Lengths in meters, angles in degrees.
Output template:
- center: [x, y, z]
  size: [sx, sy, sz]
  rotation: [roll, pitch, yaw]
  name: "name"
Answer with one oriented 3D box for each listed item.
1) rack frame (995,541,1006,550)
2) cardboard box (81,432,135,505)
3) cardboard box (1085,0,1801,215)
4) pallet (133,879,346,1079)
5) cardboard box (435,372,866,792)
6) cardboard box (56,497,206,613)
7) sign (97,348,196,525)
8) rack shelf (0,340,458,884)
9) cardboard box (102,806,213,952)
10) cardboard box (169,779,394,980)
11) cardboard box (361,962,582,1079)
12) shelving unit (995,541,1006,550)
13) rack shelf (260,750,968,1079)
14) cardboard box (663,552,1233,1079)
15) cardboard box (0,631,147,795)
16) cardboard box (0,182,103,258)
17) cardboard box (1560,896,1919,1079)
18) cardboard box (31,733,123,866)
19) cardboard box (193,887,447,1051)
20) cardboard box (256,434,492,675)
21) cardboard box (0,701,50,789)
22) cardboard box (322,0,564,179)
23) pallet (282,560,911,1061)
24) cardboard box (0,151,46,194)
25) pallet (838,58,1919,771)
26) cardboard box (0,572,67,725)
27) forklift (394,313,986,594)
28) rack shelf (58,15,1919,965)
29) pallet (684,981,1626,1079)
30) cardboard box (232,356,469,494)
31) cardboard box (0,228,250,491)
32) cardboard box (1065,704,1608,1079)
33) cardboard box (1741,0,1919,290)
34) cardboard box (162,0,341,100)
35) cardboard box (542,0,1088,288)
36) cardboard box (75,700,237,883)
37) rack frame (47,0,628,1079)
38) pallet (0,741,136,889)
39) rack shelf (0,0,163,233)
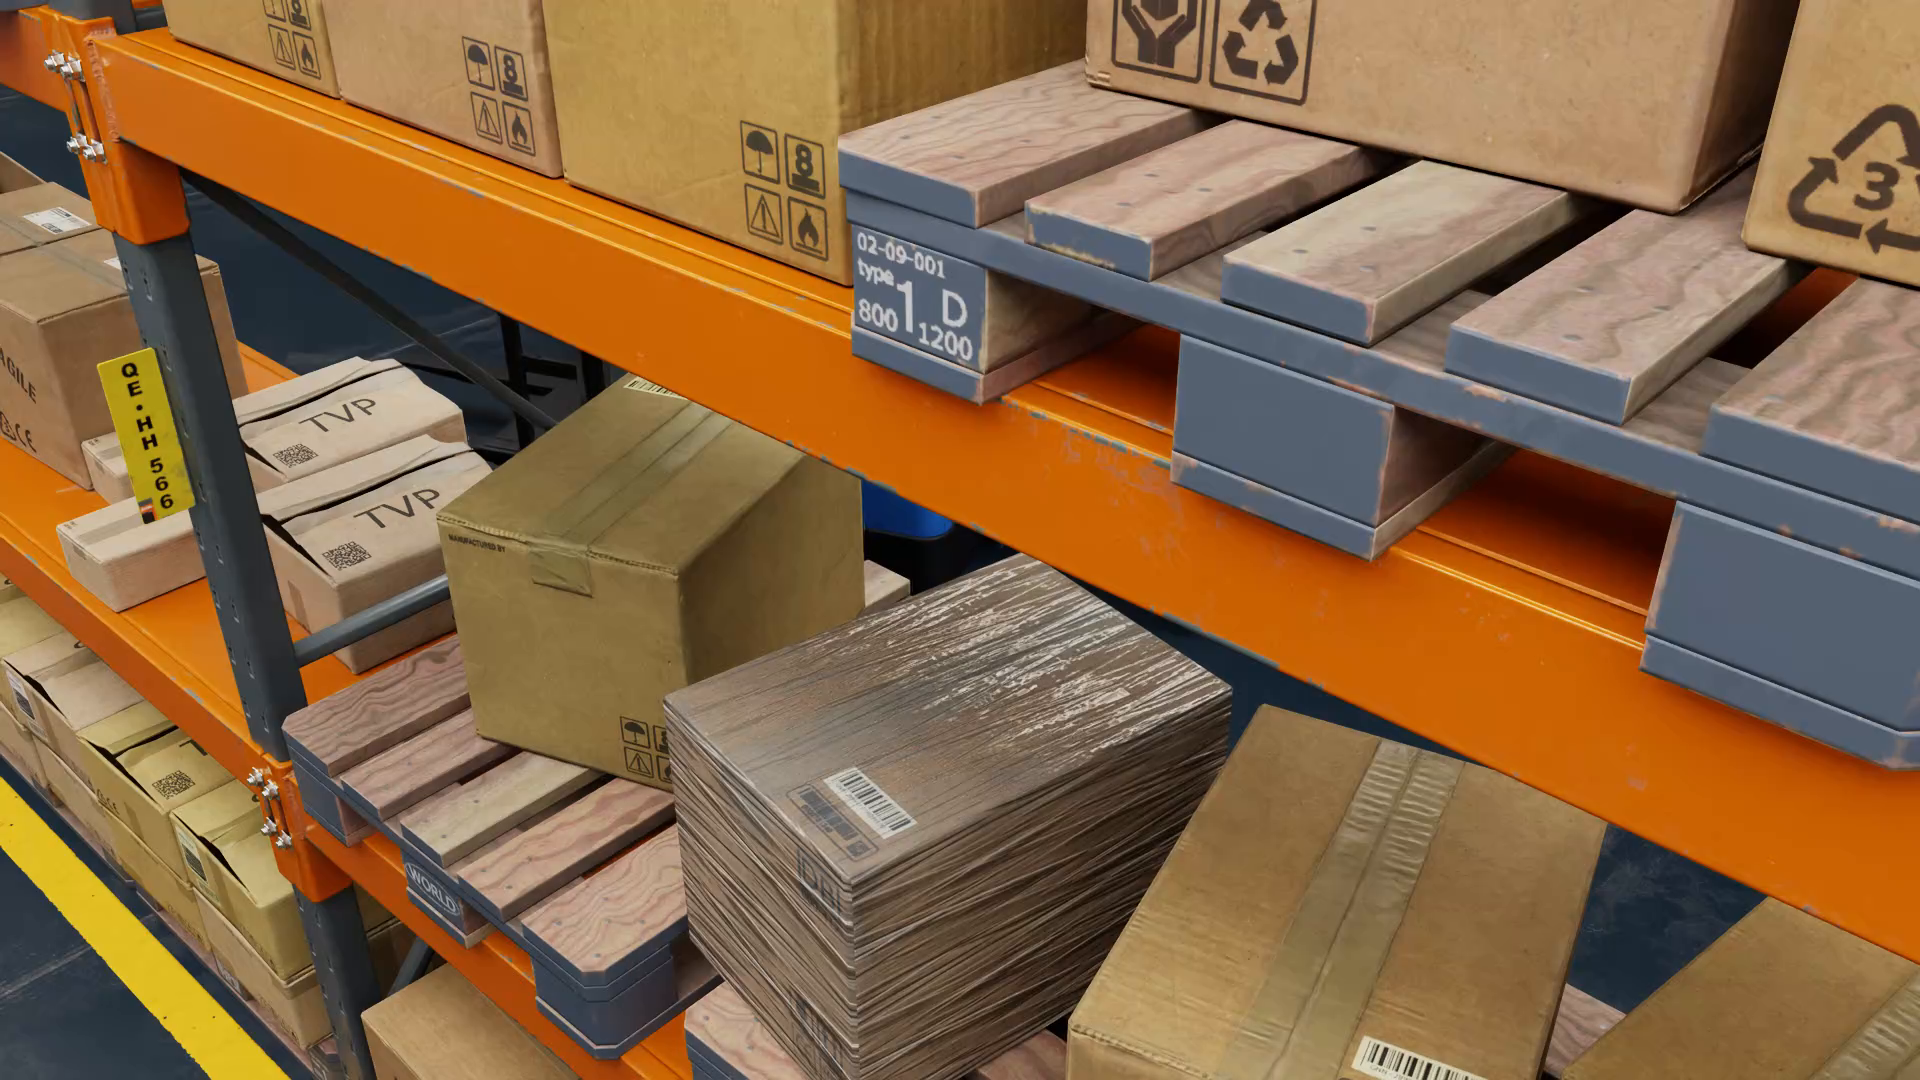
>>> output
- center: [0.311, -0.708, 6.471]
  size: [0.032, 1.500, 0.500]
  rotation: [23, 38, 33]
  name: "rack frame"
- center: [-2.092, -0.216, 4.444]
  size: [0.380, 0.149, 0.250]
  rotation: [-26, 40, -36]
  name: "cardboard box"
- center: [0.543, -0.733, 1.550]
  size: [0.600, 0.600, 0.600]
  rotation: [23, 38, 33]
  name: "cardboard box"
- center: [-1.692, 0.991, 4.899]
  size: [1.213, 0.211, 1.003]
  rotation: [25, 39, 35]
  name: "pallet"
- center: [-0.566, 0.048, 3.257]
  size: [0.500, 0.500, 0.700]
  rotation: [12, 33, 19]
  name: "cardboard box"
- center: [-1.960, -0.002, 4.088]
  size: [0.250, 0.149, 0.380]
  rotation: [25, 39, 35]
  name: "cardboard box"
- center: [-1.478, -0.186, 3.028]
  size: [0.005, 0.325, 0.100]
  rotation: [25, 39, 35]
  name: "sign"
- center: [-2.591, -0.288, 5.017]
  size: [4.000, 0.370, 1.077]
  rotation: [25, 39, 35]
  name: "rack shelf"
- center: [-2.047, 0.829, 4.724]
  size: [0.500, 0.250, 0.500]
  rotation: [25, 39, 35]
  name: "cardboard box"
- center: [-1.662, 0.767, 4.282]
  size: [0.500, 0.311, 0.500]
  rotation: [26, 40, 36]
  name: "cardboard box"
- center: [-0.963, 1.246, 3.770]
  size: [0.500, 0.500, 0.500]
  rotation: [27, 40, 37]
  name: "cardboard box"
- center: [0.702, -0.540, 6.192]
  size: [1.048, 1.500, 0.538]
  rotation: [23, 38, 33]
  name: "shelving unit"
- center: [0.375, 1.097, 2.717]
  size: [4.000, 0.370, 1.077]
  rotation: [25, 39, 35]
  name: "rack shelf"
- center: [-0.016, 0.438, 2.610]
  size: [0.700, 0.500, 0.500]
  rotation: [-21, 37, -31]
  name: "cardboard box"
- center: [-2.424, 0.414, 4.869]
  size: [0.500, 0.311, 0.500]
  rotation: [25, 39, 35]
  name: "cardboard box"
- center: [-2.754, -0.703, 4.913]
  size: [0.500, 0.500, 0.500]
  rotation: [25, 39, 35]
  name: "cardboard box"
- center: [1.104, 0.795, 2.017]
  size: [0.700, 0.500, 0.500]
  rotation: [-22, 38, -32]
  name: "cardboard box"
- center: [-2.417, 0.653, 5.015]
  size: [0.500, 0.250, 0.500]
  rotation: [26, 40, 36]
  name: "cardboard box"
- center: [-1.662, 1.006, 4.430]
  size: [0.500, 0.250, 0.500]
  rotation: [26, 40, 36]
  name: "cardboard box"
- center: [-1.349, -0.008, 3.941]
  size: [0.500, 0.311, 0.500]
  rotation: [-27, 40, -37]
  name: "cardboard box"
- center: [-2.801, 0.477, 5.309]
  size: [0.500, 0.250, 0.500]
  rotation: [26, 40, 36]
  name: "cardboard box"
- center: [-0.384, -0.917, 2.359]
  size: [0.500, 0.500, 0.910]
  rotation: [25, 39, 35]
  name: "cardboard box"
- center: [-0.559, 0.386, 3.386]
  size: [1.003, 0.211, 1.213]
  rotation: [25, 39, 35]
  name: "pallet"
- center: [-3.125, -0.876, 5.201]
  size: [0.500, 0.500, 0.500]
  rotation: [-26, 40, -36]
  name: "cardboard box"
- center: [0.650, -0.334, 1.671]
  size: [1.003, 0.211, 1.213]
  rotation: [25, 39, 35]
  name: "pallet"
- center: [-2.794, 0.240, 5.159]
  size: [0.500, 0.311, 0.500]
  rotation: [26, 40, 36]
  name: "cardboard box"
- center: [-1.304, -1.498, 6.397]
  size: [3.031, 2.935, 1.130]
  rotation: [11, 33, 17]
  name: "forklift"
- center: [0.375, -0.188, 1.944]
  size: [4.000, 0.370, 1.077]
  rotation: [25, 39, 35]
  name: "rack shelf"
- center: [0.337, 0.850, 2.616]
  size: [1.213, 0.211, 1.003]
  rotation: [25, 39, 35]
  name: "pallet"
- center: [-1.641, -0.249, 4.342]
  size: [0.500, 0.311, 0.500]
  rotation: [25, 39, 35]
  name: "cardboard box"
- center: [-2.363, -0.521, 4.610]
  size: [0.500, 0.500, 0.500]
  rotation: [23, 38, 33]
  name: "cardboard box"
- center: [0.506, 0.670, 2.224]
  size: [0.500, 0.500, 0.700]
  rotation: [15, 34, 23]
  name: "cardboard box"
- center: [1.023, -0.495, 1.155]
  size: [0.600, 0.600, 0.600]
  rotation: [25, 39, 35]
  name: "cardboard box"
- center: [-0.762, -1.093, 2.653]
  size: [0.500, 0.500, 0.910]
  rotation: [25, 39, 35]
  name: "cardboard box"
- center: [0.001, -0.737, 2.061]
  size: [0.500, 0.500, 0.910]
  rotation: [25, 39, 35]
  name: "cardboard box"
- center: [-2.052, 0.590, 4.577]
  size: [0.500, 0.311, 0.500]
  rotation: [24, 39, 34]
  name: "cardboard box"
- center: [-1.108, 0.096, 3.682]
  size: [0.127, 3.000, 1.000]
  rotation: [25, 39, 35]
  name: "rack frame"
- center: [-2.593, 0.569, 5.600]
  size: [1.213, 0.211, 1.003]
  rotation: [25, 39, 35]
  name: "pallet"
- center: [-2.591, -1.573, 4.243]
  size: [4.000, 0.370, 1.077]
  rotation: [25, 39, 35]
  name: "rack shelf"
